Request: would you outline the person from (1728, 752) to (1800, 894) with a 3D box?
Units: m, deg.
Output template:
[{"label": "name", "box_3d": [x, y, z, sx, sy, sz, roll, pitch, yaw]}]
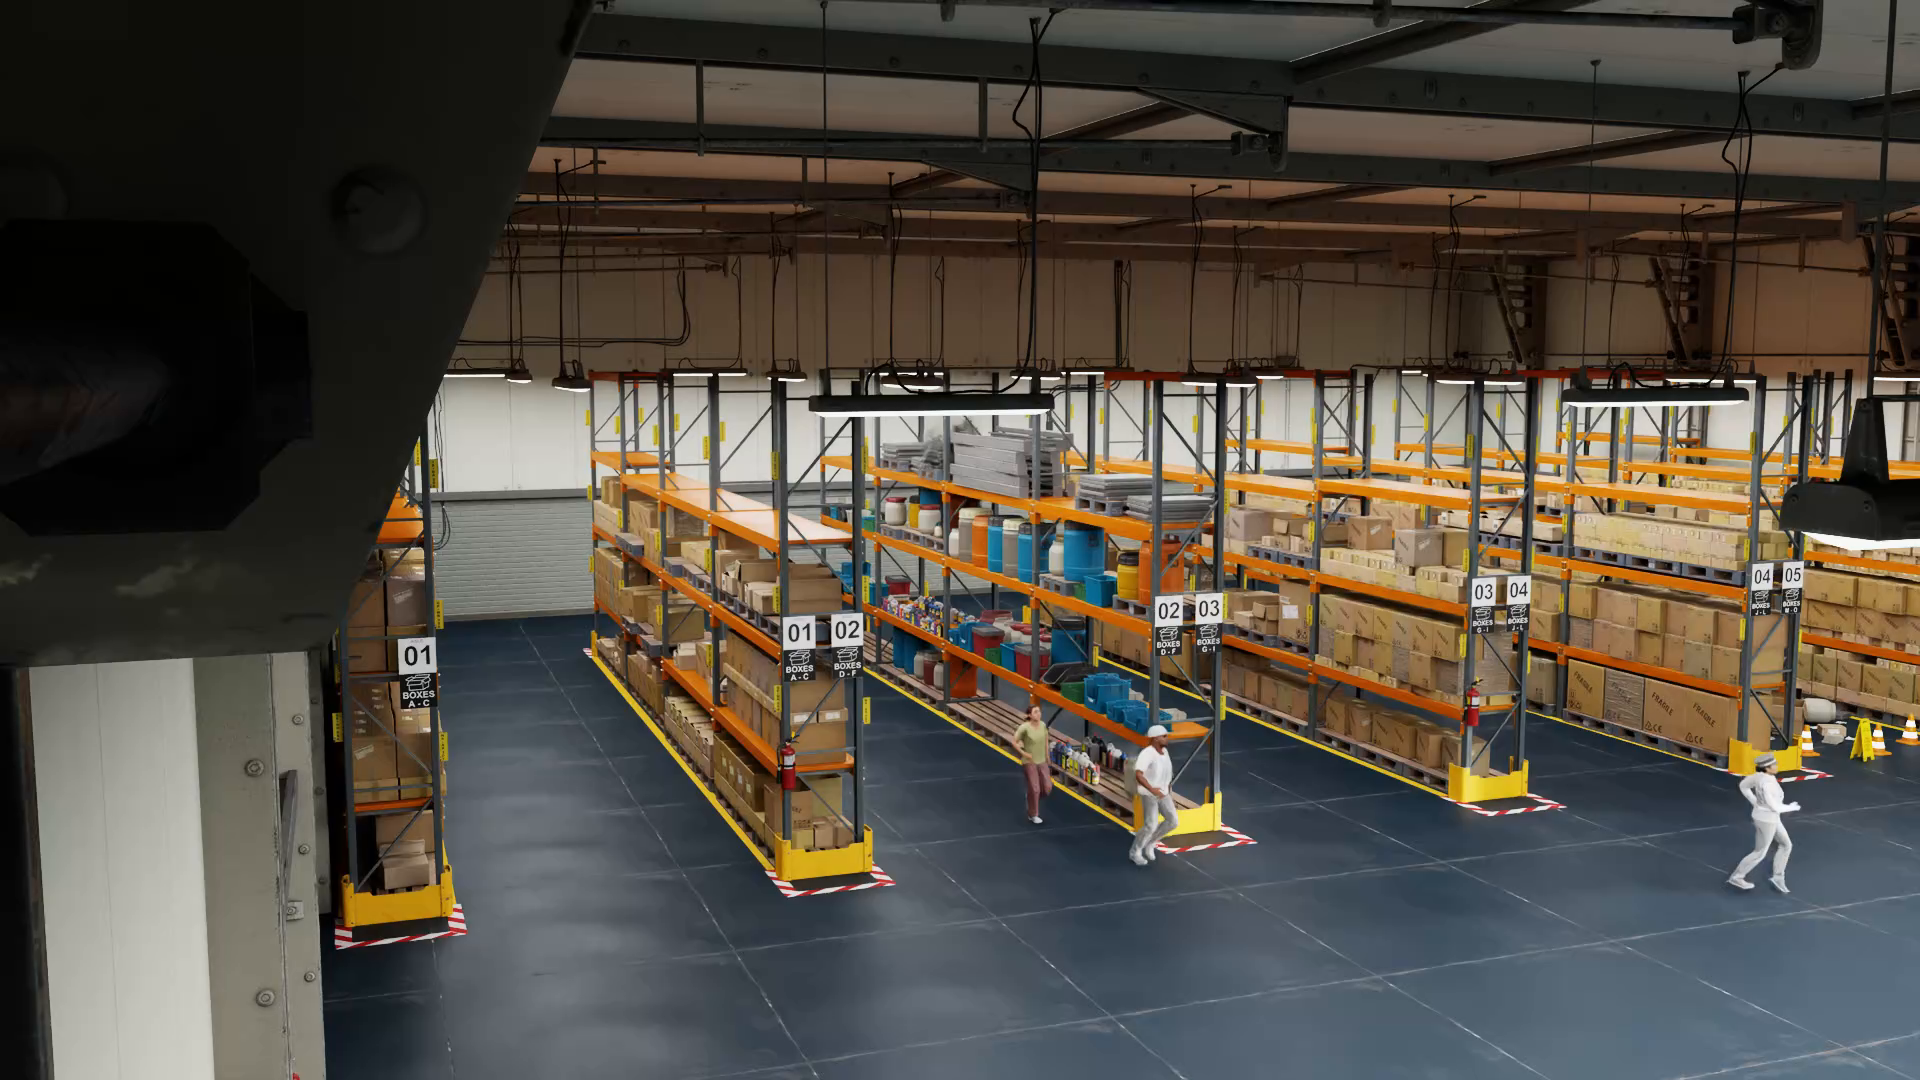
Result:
[{"label": "person", "box_3d": [9.472, 3.336, 19.582, 0.733, 1.720, 0.618, 2, 7, 17]}]

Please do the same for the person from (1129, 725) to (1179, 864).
[{"label": "person", "box_3d": [2.465, 3.168, 20.756, 0.567, 1.699, 0.748, 5, 8, 40]}]

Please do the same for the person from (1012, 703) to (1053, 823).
[{"label": "person", "box_3d": [0.975, 3.009, 22.518, 0.596, 1.633, 0.544, -3, 7, -29]}]
